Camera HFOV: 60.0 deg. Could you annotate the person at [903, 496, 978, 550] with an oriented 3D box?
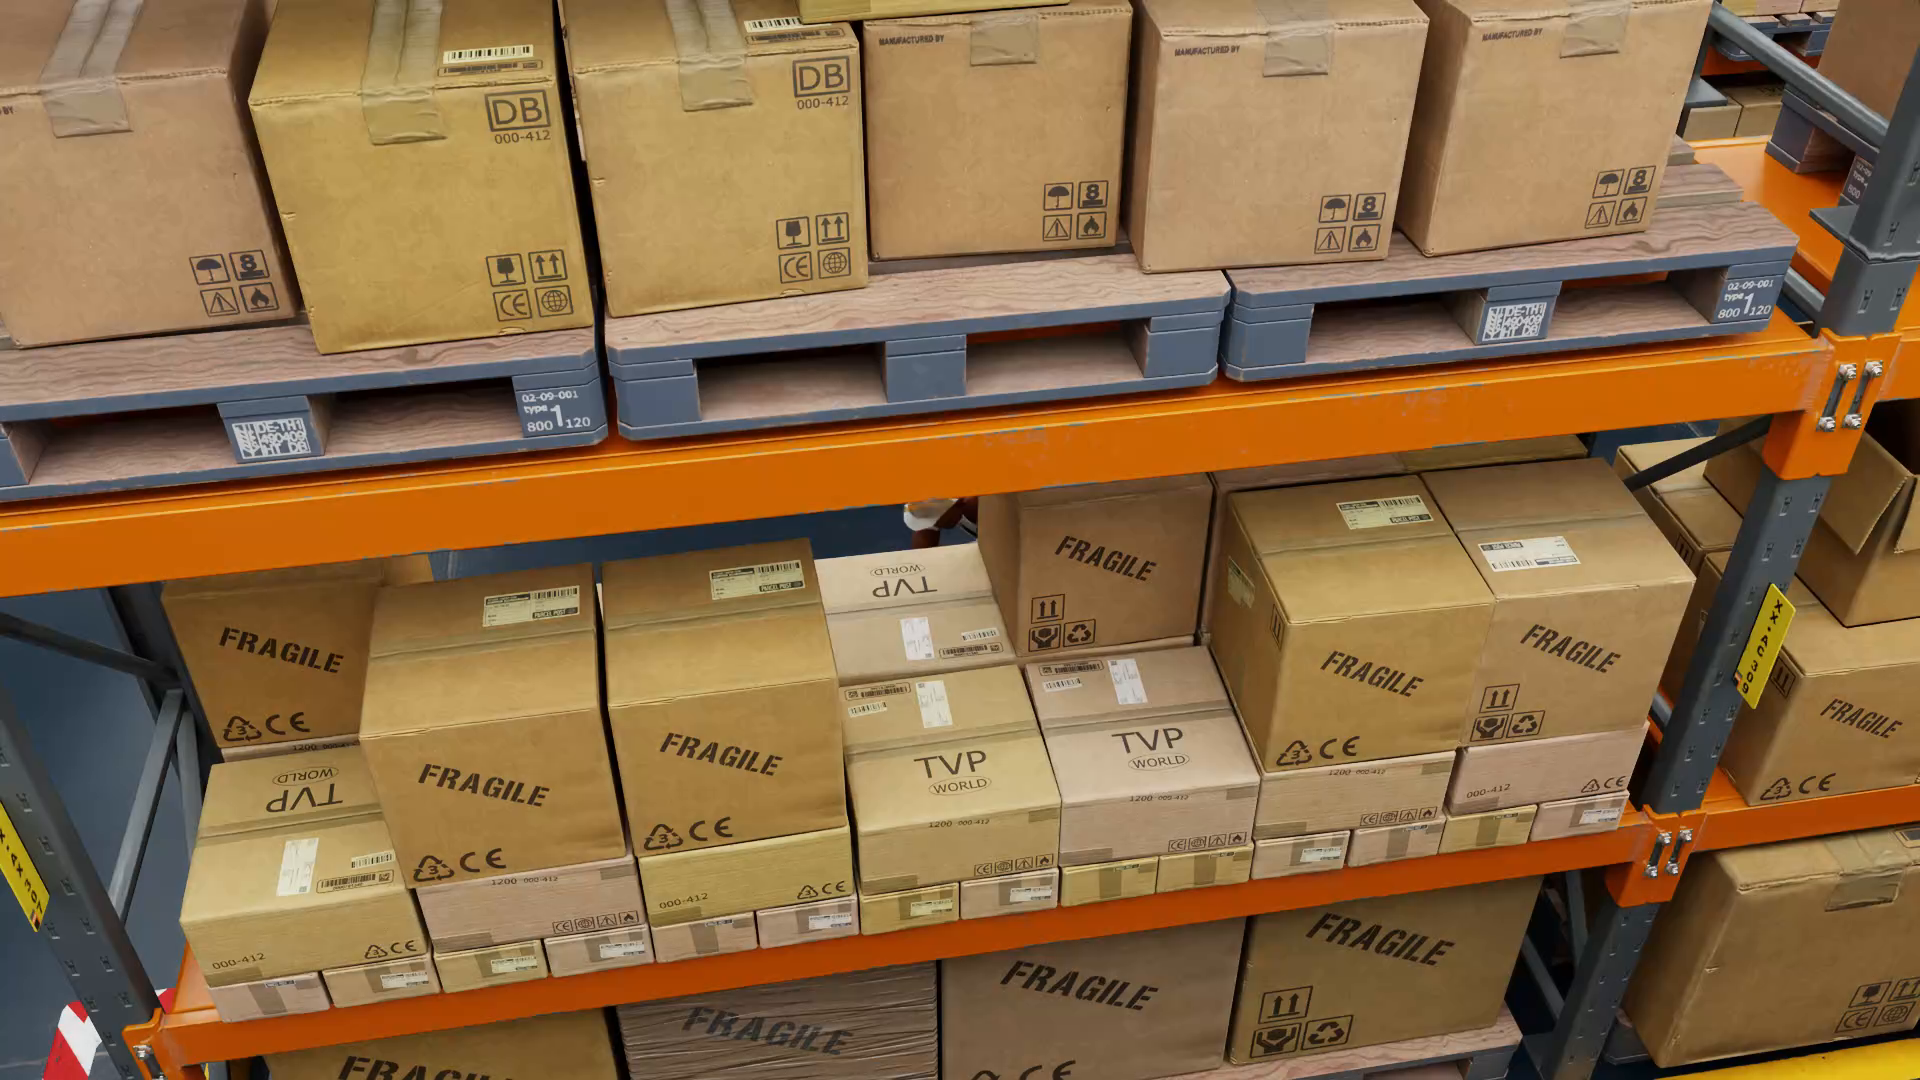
[{"bbox_3d":[0.141,0.129,6.337,0.805,1.313,0.629,-23,44,-26],"label":"person"}]
